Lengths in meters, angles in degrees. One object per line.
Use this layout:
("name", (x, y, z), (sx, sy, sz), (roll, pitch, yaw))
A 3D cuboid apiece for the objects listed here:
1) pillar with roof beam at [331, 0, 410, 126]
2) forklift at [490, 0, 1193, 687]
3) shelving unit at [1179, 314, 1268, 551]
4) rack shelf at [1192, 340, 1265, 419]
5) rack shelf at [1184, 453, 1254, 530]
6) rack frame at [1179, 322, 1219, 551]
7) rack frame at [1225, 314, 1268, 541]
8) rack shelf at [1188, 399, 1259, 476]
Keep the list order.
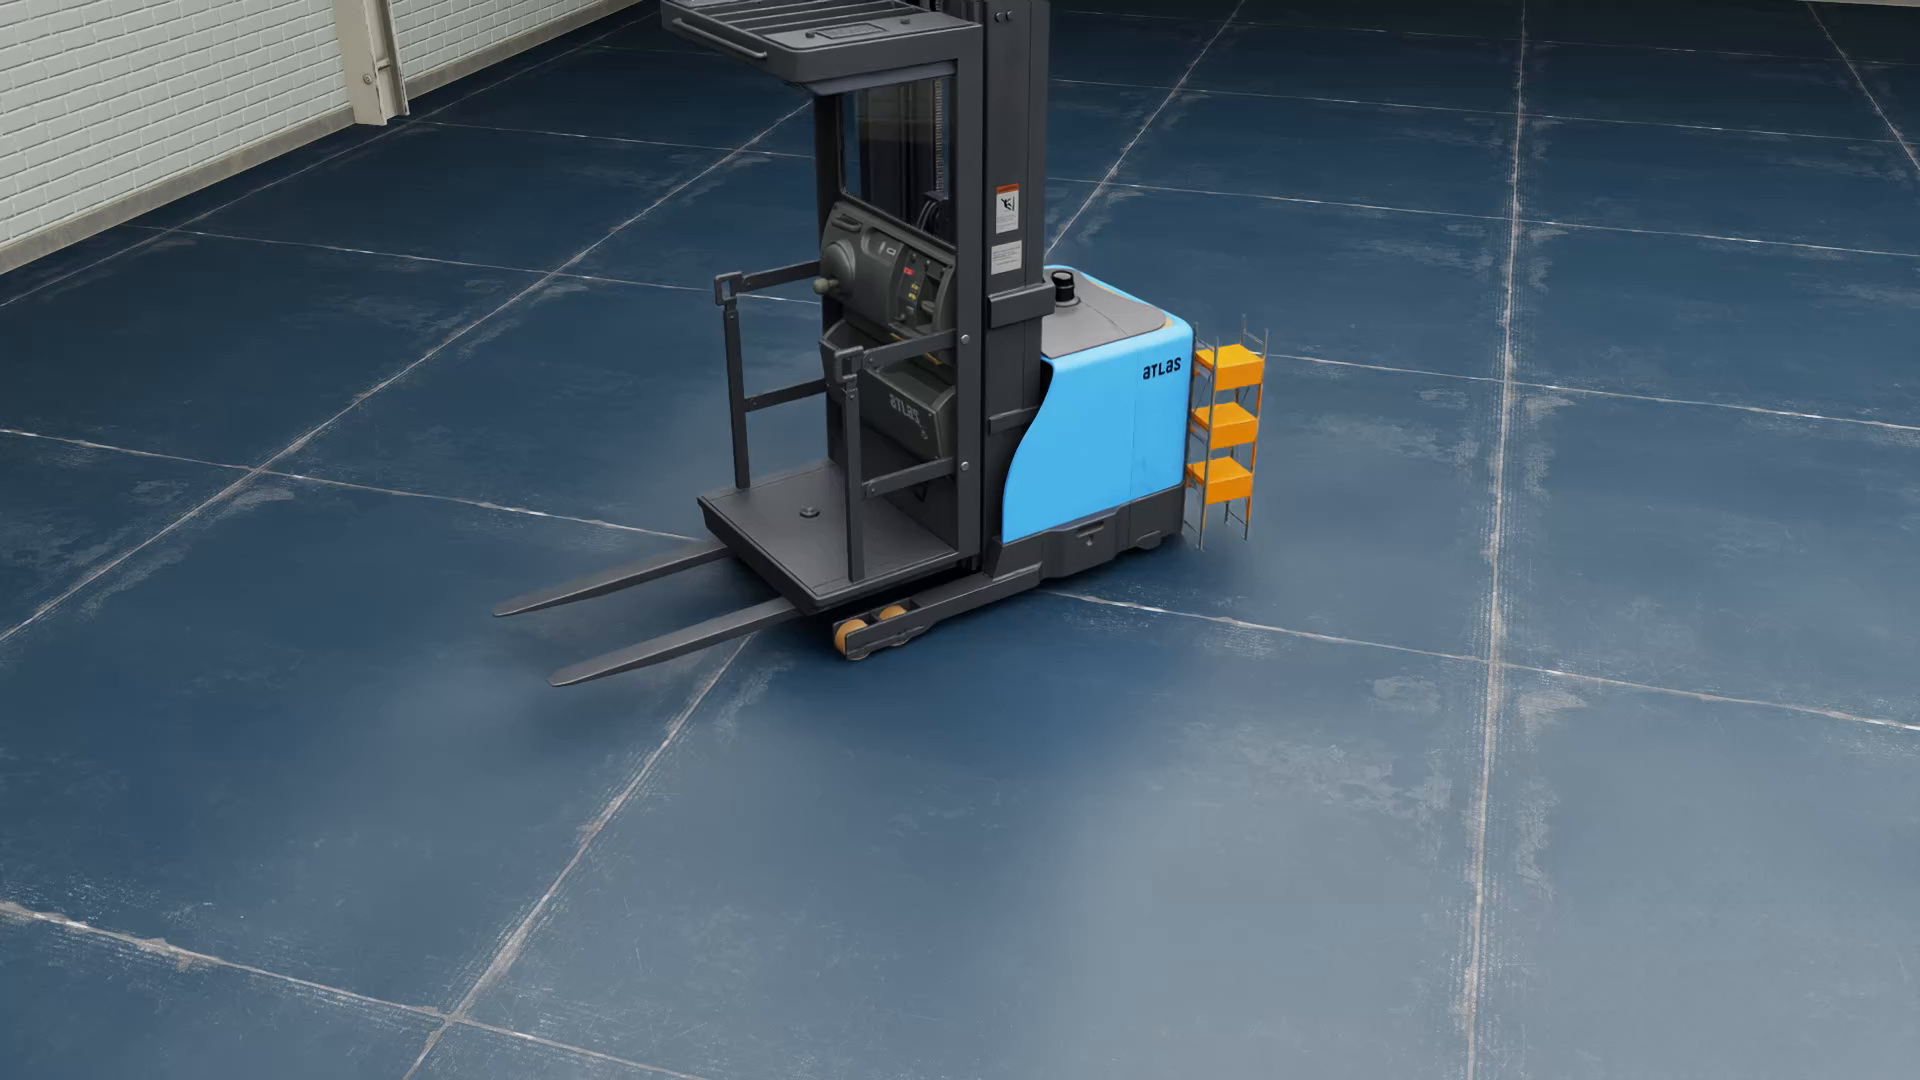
("pillar with roof beam", (-0.842, -6.932, 10.955), (9.100, 9.000, 0.400), (8, 30, 15))
("forklift", (-0.476, -1.078, 6.672), (3.031, 2.935, 1.130), (-18, 34, -29))
("shelving unit", (1.186, -0.477, 7.527), (0.252, 1.050, 0.215), (-11, 31, -19))
("rack shelf", (1.186, -0.716, 7.395), (0.240, 0.259, 0.215), (-11, 31, -19))
("rack shelf", (1.186, -0.225, 7.668), (0.240, 0.259, 0.215), (-11, 31, -19))
("rack frame", (1.073, -0.454, 7.487), (0.008, 1.050, 0.200), (-11, 31, -19))
("rack frame", (1.299, -0.500, 7.568), (0.008, 1.050, 0.200), (-11, 31, -19))
("rack shelf", (1.186, -0.468, 7.533), (0.240, 0.259, 0.215), (-11, 31, -19))
